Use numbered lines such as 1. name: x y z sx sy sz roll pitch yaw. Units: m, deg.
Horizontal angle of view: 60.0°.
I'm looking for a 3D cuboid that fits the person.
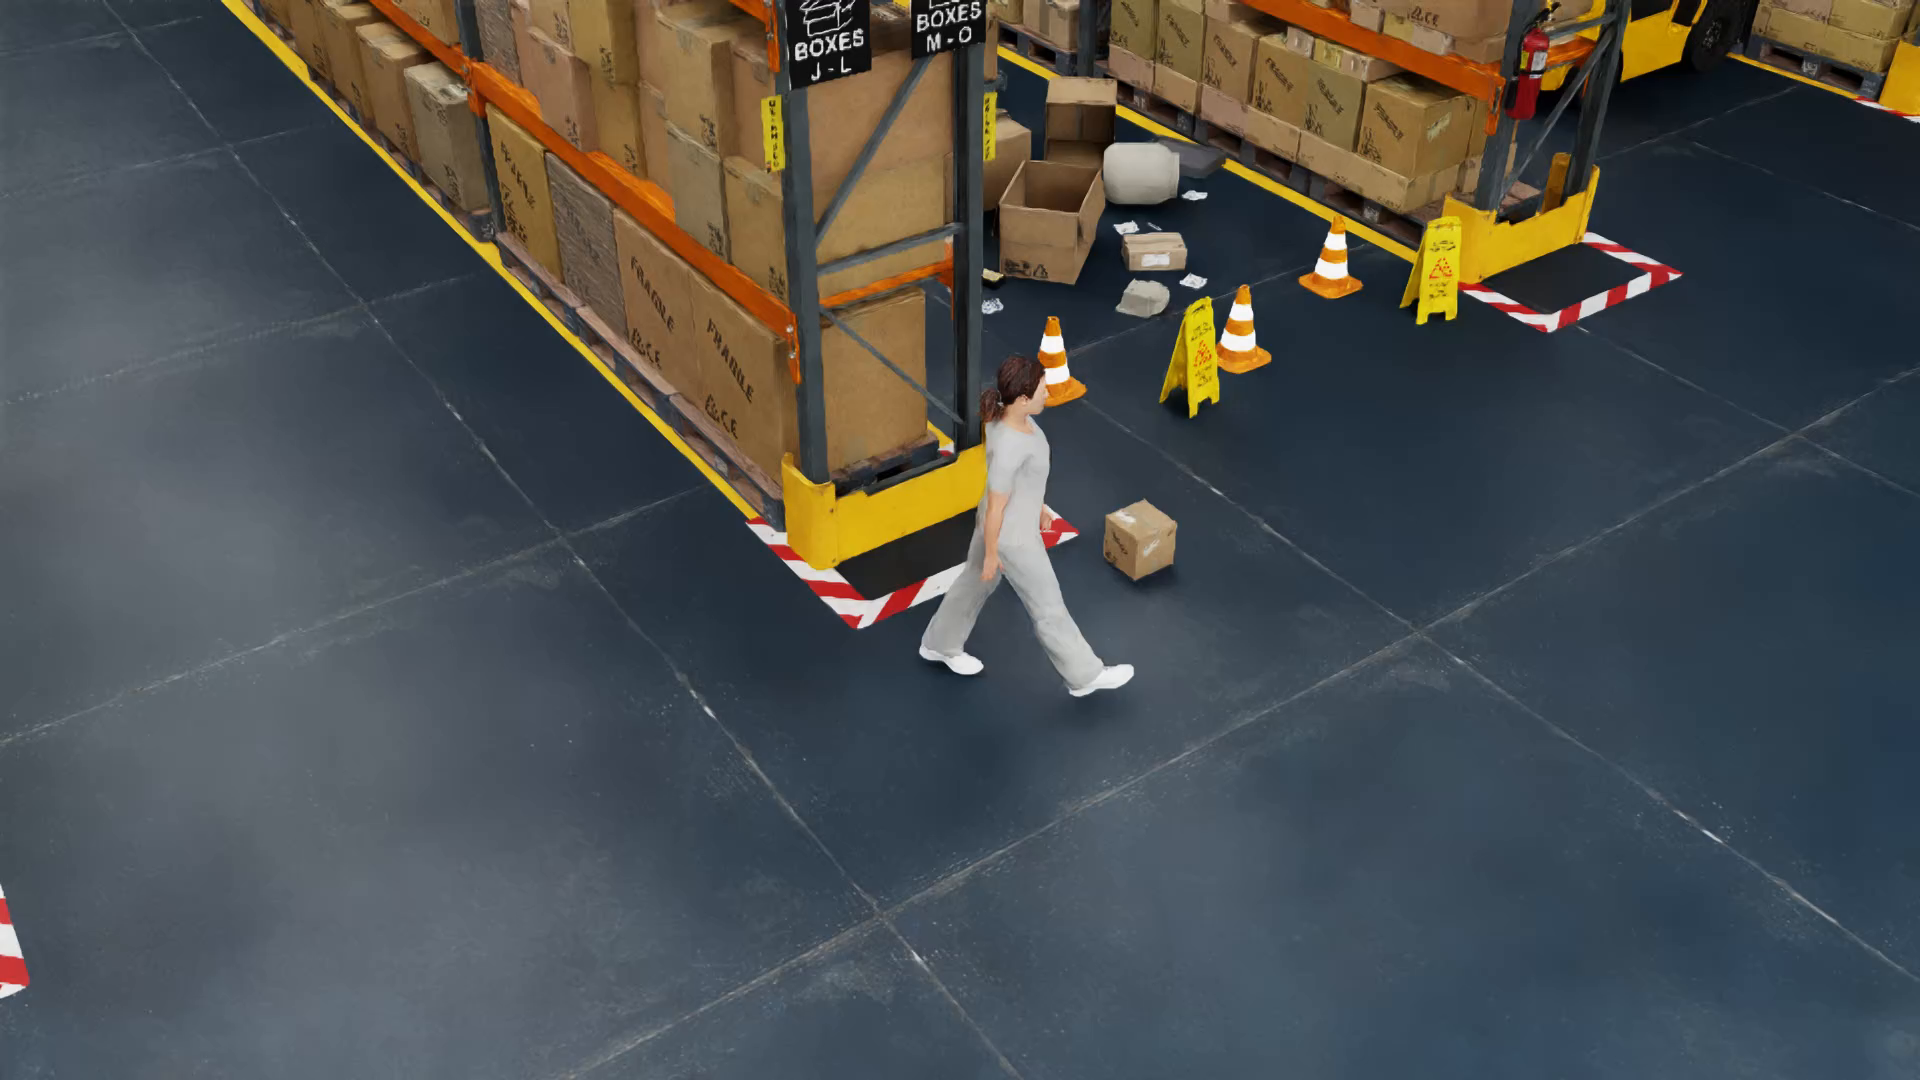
1. person: 0.292 -0.061 7.099 0.949 1.635 0.483 -2 37 -3
